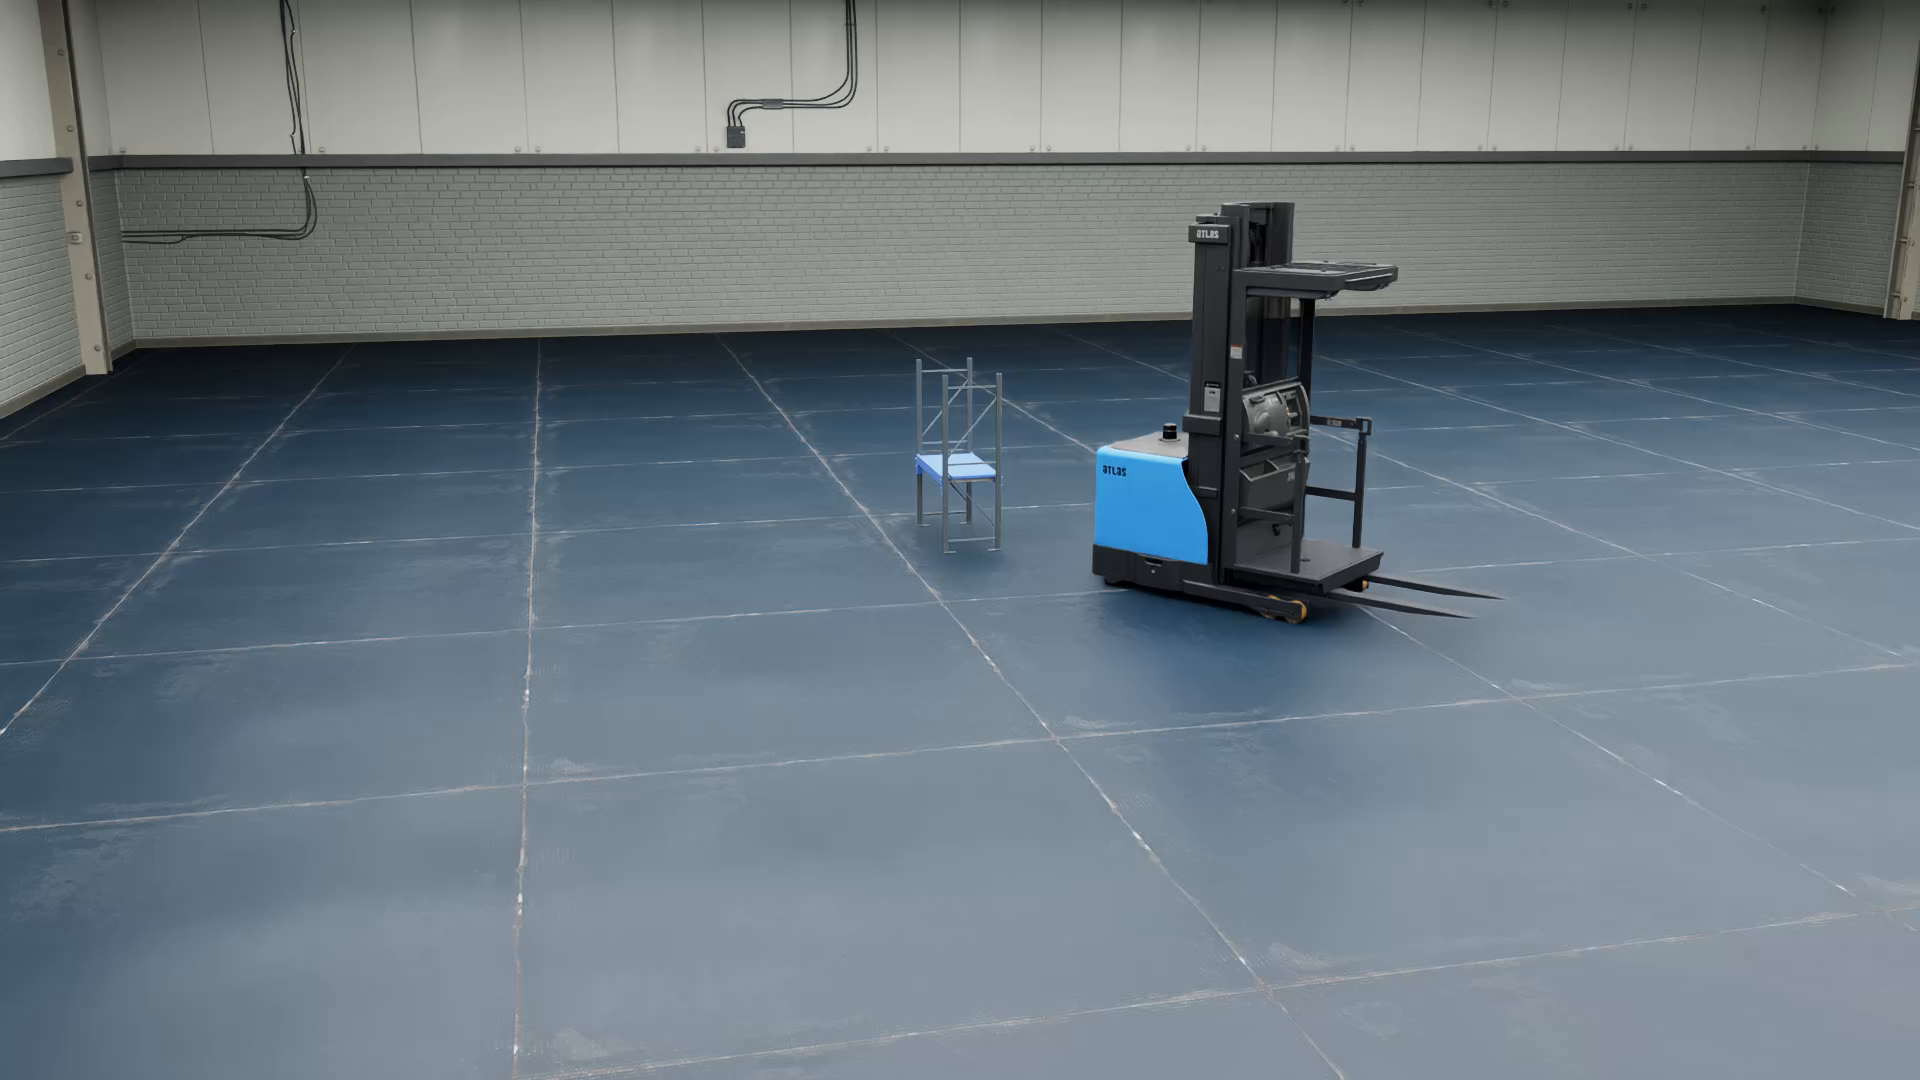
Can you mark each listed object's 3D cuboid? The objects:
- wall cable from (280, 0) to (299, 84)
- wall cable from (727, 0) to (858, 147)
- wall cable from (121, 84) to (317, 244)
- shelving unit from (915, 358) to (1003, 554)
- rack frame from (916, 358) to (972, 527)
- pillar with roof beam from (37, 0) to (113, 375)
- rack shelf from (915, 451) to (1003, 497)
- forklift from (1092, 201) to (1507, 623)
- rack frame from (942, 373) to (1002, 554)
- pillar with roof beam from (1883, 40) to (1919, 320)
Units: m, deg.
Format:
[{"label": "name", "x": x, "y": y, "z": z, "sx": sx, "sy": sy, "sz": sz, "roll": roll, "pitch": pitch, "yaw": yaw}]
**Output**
[{"label": "wall cable", "x": -9.499, "y": -8.695, "z": 26.957, "sx": 3.097, "sy": 2.526, "sz": 0.112, "roll": -3, "pitch": 14, "yaw": -13}, {"label": "wall cable", "x": -2.897, "y": -9.777, "z": 28.318, "sx": 2.305, "sy": 6.003, "sz": 0.169, "roll": -3, "pitch": 14, "yaw": -13}, {"label": "wall cable", "x": -12.129, "y": -6.091, "z": 26.939, "sx": 3.097, "sy": 2.526, "sz": 0.112, "roll": -3, "pitch": 14, "yaw": -13}, {"label": "shelving unit", "x": -0.020, "y": -0.748, "z": 14.330, "sx": 0.538, "sy": 1.500, "sz": 1.048, "roll": -3, "pitch": 14, "yaw": -13}, {"label": "rack frame", "x": -0.139, "y": -0.866, "z": 14.810, "sx": 0.500, "sy": 1.500, "sz": 0.032, "roll": -3, "pitch": 14, "yaw": -13}, {"label": "pillar with roof beam", "x": -8.538, "y": -7.086, "z": 24.469, "sx": 9.100, "sy": 9.000, "sz": 0.400, "roll": -3, "pitch": 14, "yaw": -13}, {"label": "rack shelf", "x": -0.020, "y": -0.574, "z": 14.372, "sx": 0.538, "sy": 0.185, "sz": 1.000, "roll": -3, "pitch": 14, "yaw": -13}, {"label": "forklift", "x": 2.506, "y": -0.965, "z": 12.203, "sx": 3.031, "sy": 2.935, "sz": 1.130, "roll": 11, "pitch": 17, "yaw": 37}, {"label": "rack frame", "x": 0.099, "y": -0.631, "z": 13.850, "sx": 0.500, "sy": 1.500, "sz": 0.032, "roll": -3, "pitch": 14, "yaw": -13}, {"label": "pillar with roof beam", "x": 13.712, "y": -8.362, "z": 29.691, "sx": 9.100, "sy": 9.000, "sz": 0.400, "roll": -3, "pitch": 14, "yaw": -13}]
